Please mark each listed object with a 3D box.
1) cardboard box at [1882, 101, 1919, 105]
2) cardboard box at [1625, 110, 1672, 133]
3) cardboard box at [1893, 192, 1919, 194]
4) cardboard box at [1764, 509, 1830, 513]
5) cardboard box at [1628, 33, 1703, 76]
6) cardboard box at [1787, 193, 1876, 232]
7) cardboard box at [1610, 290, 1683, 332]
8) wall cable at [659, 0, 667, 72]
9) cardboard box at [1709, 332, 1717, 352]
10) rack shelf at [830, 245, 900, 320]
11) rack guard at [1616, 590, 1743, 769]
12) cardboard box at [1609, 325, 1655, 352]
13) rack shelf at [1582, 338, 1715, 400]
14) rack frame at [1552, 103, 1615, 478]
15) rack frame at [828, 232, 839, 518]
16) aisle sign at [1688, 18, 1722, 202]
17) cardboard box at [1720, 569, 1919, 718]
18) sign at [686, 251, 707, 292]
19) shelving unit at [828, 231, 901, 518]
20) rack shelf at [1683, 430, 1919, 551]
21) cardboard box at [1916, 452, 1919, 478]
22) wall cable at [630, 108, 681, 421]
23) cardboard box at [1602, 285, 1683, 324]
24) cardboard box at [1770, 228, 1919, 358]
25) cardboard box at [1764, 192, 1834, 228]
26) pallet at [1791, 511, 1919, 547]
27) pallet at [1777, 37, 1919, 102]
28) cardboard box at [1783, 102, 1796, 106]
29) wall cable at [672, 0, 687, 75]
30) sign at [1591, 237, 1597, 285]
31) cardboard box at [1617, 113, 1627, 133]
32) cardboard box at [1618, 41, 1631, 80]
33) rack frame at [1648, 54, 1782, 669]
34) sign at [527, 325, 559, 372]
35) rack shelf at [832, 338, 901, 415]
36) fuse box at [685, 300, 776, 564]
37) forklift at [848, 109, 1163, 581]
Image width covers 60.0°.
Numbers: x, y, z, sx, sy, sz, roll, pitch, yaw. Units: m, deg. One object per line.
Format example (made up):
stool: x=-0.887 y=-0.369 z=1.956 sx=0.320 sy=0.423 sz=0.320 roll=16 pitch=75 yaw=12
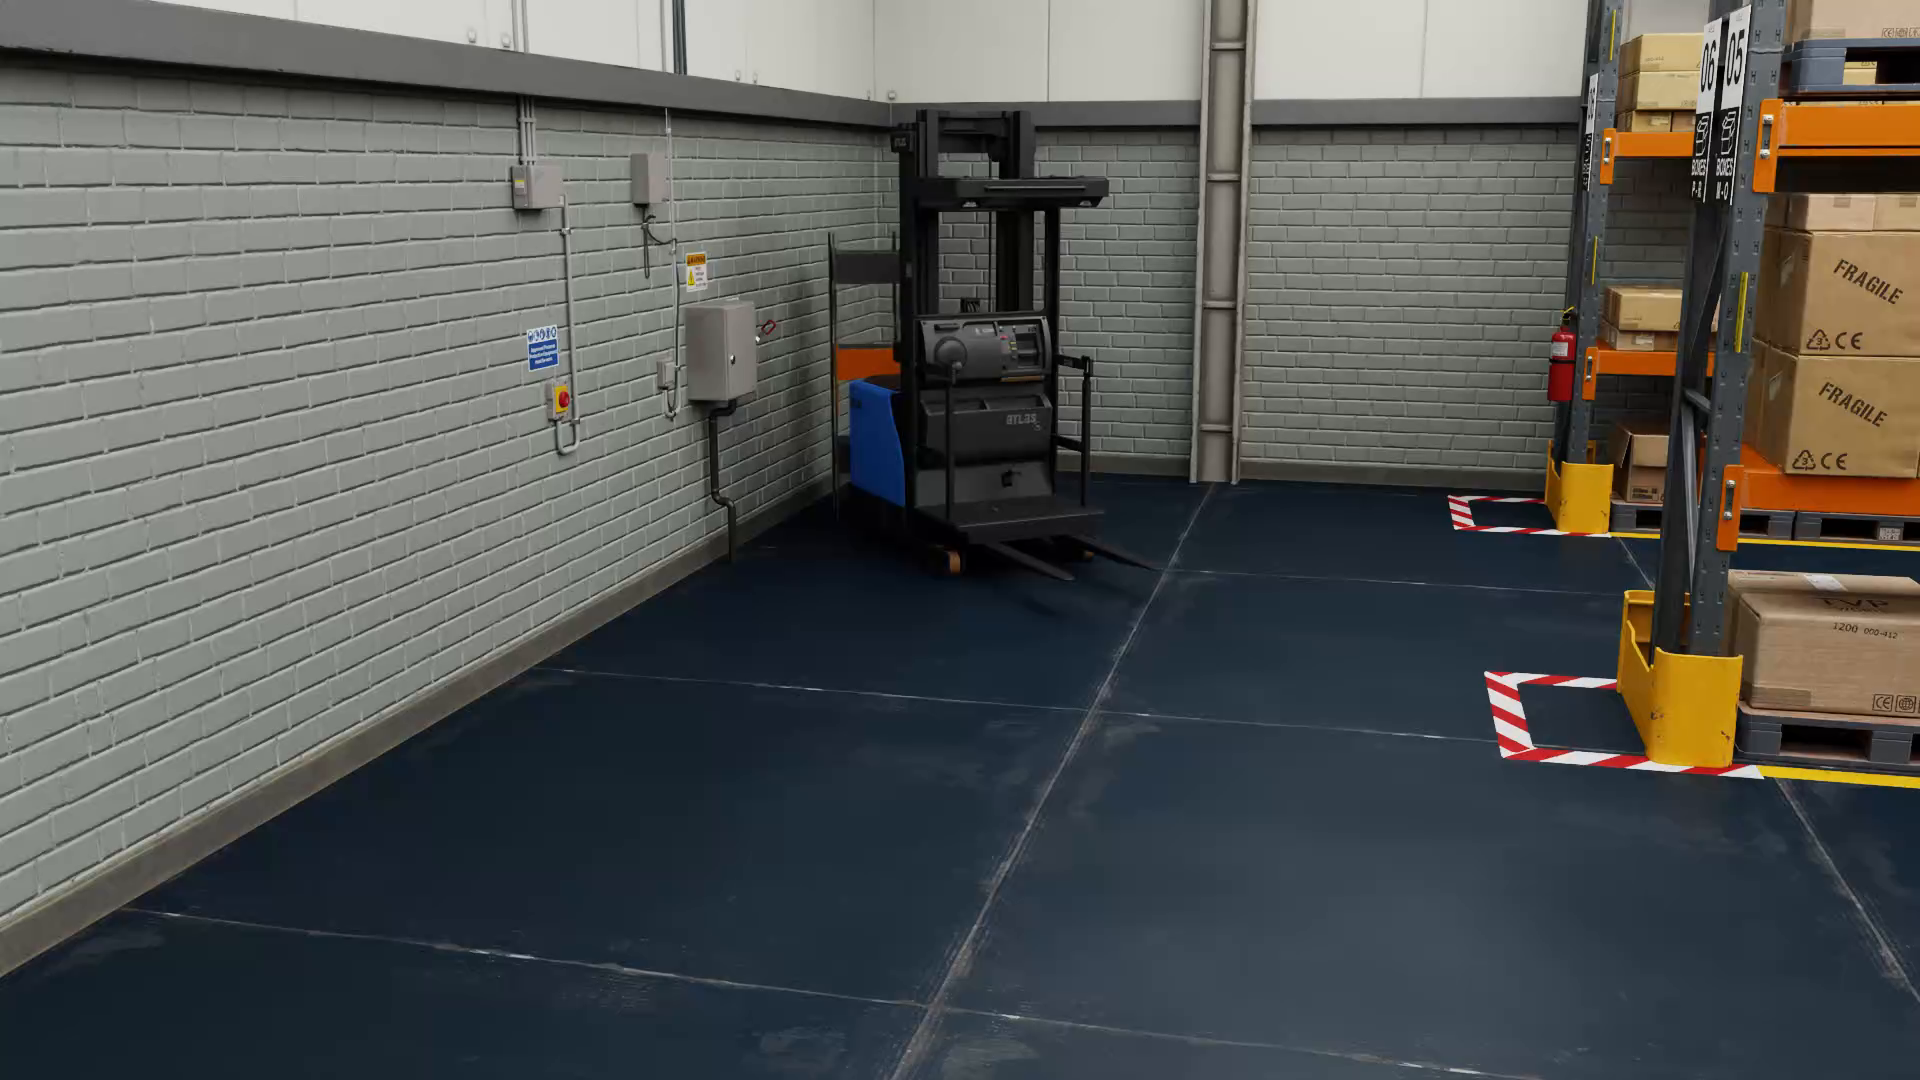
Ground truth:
cardboard box: x=6.413 y=-3.022 z=11.164 sx=0.500 sy=0.250 sz=0.500 roll=3 pitch=13 yaw=13
cardboard box: x=4.802 y=-2.916 z=11.605 sx=0.250 sy=0.149 sz=0.380 roll=3 pitch=13 yaw=15
cardboard box: x=4.282 y=-1.469 z=7.391 sx=0.250 sy=0.149 sz=0.380 roll=3 pitch=13 yaw=13
cardboard box: x=5.940 y=-0.520 z=11.953 sx=0.500 sy=0.500 sz=0.700 roll=4 pitch=13 yaw=16
cardboard box: x=4.919 y=-3.344 z=11.461 sx=0.500 sy=0.250 sz=0.500 roll=3 pitch=13 yaw=13
cardboard box: x=3.641 y=-1.372 z=6.957 sx=0.250 sy=0.149 sz=0.380 roll=3 pitch=13 yaw=15
cardboard box: x=4.924 y=-1.631 z=11.820 sx=0.500 sy=0.250 sz=0.500 roll=3 pitch=13 yaw=14
wall cable: x=-2.045 y=-3.918 z=8.618 sx=0.029 sy=3.000 sz=2.355 roll=3 pitch=13 yaw=14
cardboard box: x=5.323 y=-1.432 z=11.844 sx=0.250 sy=0.149 sz=0.380 roll=3 pitch=13 yaw=13
rack shelf: x=-0.705 y=-1.914 z=12.343 sx=0.480 sy=0.518 sz=0.431 roll=-2 pitch=13 yaw=-9
rack guard: x=3.339 y=0.624 z=7.768 sx=0.348 sy=0.500 sz=1.175 roll=3 pitch=13 yaw=14
cardboard box: x=4.801 y=-1.442 z=11.888 sx=0.250 sy=0.149 sz=0.380 roll=3 pitch=13 yaw=13
rack shelf: x=6.490 y=-1.184 z=11.808 sx=4.000 sy=0.370 sz=1.077 roll=3 pitch=13 yaw=14
rack frame: x=4.548 y=-1.639 z=12.198 sx=0.127 sy=3.000 sz=1.000 roll=3 pitch=13 yaw=14
rack frame: x=-0.946 y=-1.236 z=12.455 sx=0.015 sy=2.100 sz=0.400 roll=-2 pitch=13 yaw=-9
aisle sign: x=3.367 y=-1.933 z=7.521 sx=0.004 sy=0.787 sz=0.394 roll=3 pitch=13 yaw=14
cardboard box: x=4.027 y=0.464 z=7.665 sx=0.875 sy=0.438 sz=0.875 roll=3 pitch=13 yaw=12
sign: x=-1.687 y=-1.720 z=10.652 sx=0.001 sy=0.242 sz=0.339 roll=3 pitch=13 yaw=14
shelving unit: x=-0.705 y=-1.244 z=12.493 sx=0.503 sy=2.100 sz=0.431 roll=-2 pitch=13 yaw=-9
rack shelf: x=5.304 y=-0.140 z=7.102 sx=4.000 sy=0.370 sz=1.077 roll=3 pitch=13 yaw=14
cardboard box: x=4.257 y=-0.539 z=7.005 sx=0.500 sy=0.500 sz=0.500 roll=3 pitch=13 yaw=13
wall cable: x=-1.789 y=-1.678 z=10.026 sx=0.122 sy=1.984 sz=0.588 roll=3 pitch=13 yaw=14
cardboard box: x=5.058 y=-1.743 z=12.326 sx=0.500 sy=0.250 sz=0.500 roll=3 pitch=13 yaw=15
cardboard box: x=3.760 y=-1.048 z=6.991 sx=0.500 sy=0.500 sz=0.500 roll=3 pitch=13 yaw=12
cardboard box: x=3.759 y=-1.473 z=7.409 sx=0.250 sy=0.149 sz=0.380 roll=3 pitch=13 yaw=14
pallet: x=6.577 y=-0.169 z=12.009 sx=1.213 sy=0.211 sz=1.003 roll=3 pitch=13 yaw=14
pallet: x=4.085 y=-1.980 z=7.013 sx=1.213 sy=0.211 sz=1.003 roll=3 pitch=13 yaw=14
cardboard box: x=5.412 y=-3.073 z=11.395 sx=0.500 sy=0.250 sz=0.500 roll=3 pitch=13 yaw=15
wall cable: x=-1.341 y=-4.520 z=11.246 sx=0.133 sy=3.039 sz=2.988 roll=3 pitch=13 yaw=14
sign: x=4.418 y=-1.948 z=11.590 sx=0.005 sy=0.325 sz=0.100 roll=3 pitch=13 yaw=14
cardboard box: x=4.914 y=-3.013 z=12.044 sx=0.250 sy=0.149 sz=0.380 roll=3 pitch=13 yaw=15
cardboard box: x=5.046 y=-3.455 z=11.963 sx=0.500 sy=0.250 sz=0.500 roll=3 pitch=13 yaw=12
rack frame: x=3.362 y=-0.595 z=7.492 sx=0.127 sy=3.000 sz=1.000 roll=3 pitch=13 yaw=14
sign: x=-2.189 y=-1.008 z=8.728 sx=0.001 sy=0.218 sz=0.327 roll=3 pitch=13 yaw=14
rack shelf: x=-0.705 y=-1.231 z=12.496 sx=0.480 sy=0.518 sz=0.431 roll=-2 pitch=13 yaw=-9
fuse box: x=-1.473 y=-0.688 z=10.885 sx=0.414 sy=1.711 sz=0.539 roll=3 pitch=13 yaw=14
forklift: x=0.269 y=-1.307 z=10.860 sx=1.130 sy=2.935 sz=3.031 roll=-6 pitch=14 yaw=-25
